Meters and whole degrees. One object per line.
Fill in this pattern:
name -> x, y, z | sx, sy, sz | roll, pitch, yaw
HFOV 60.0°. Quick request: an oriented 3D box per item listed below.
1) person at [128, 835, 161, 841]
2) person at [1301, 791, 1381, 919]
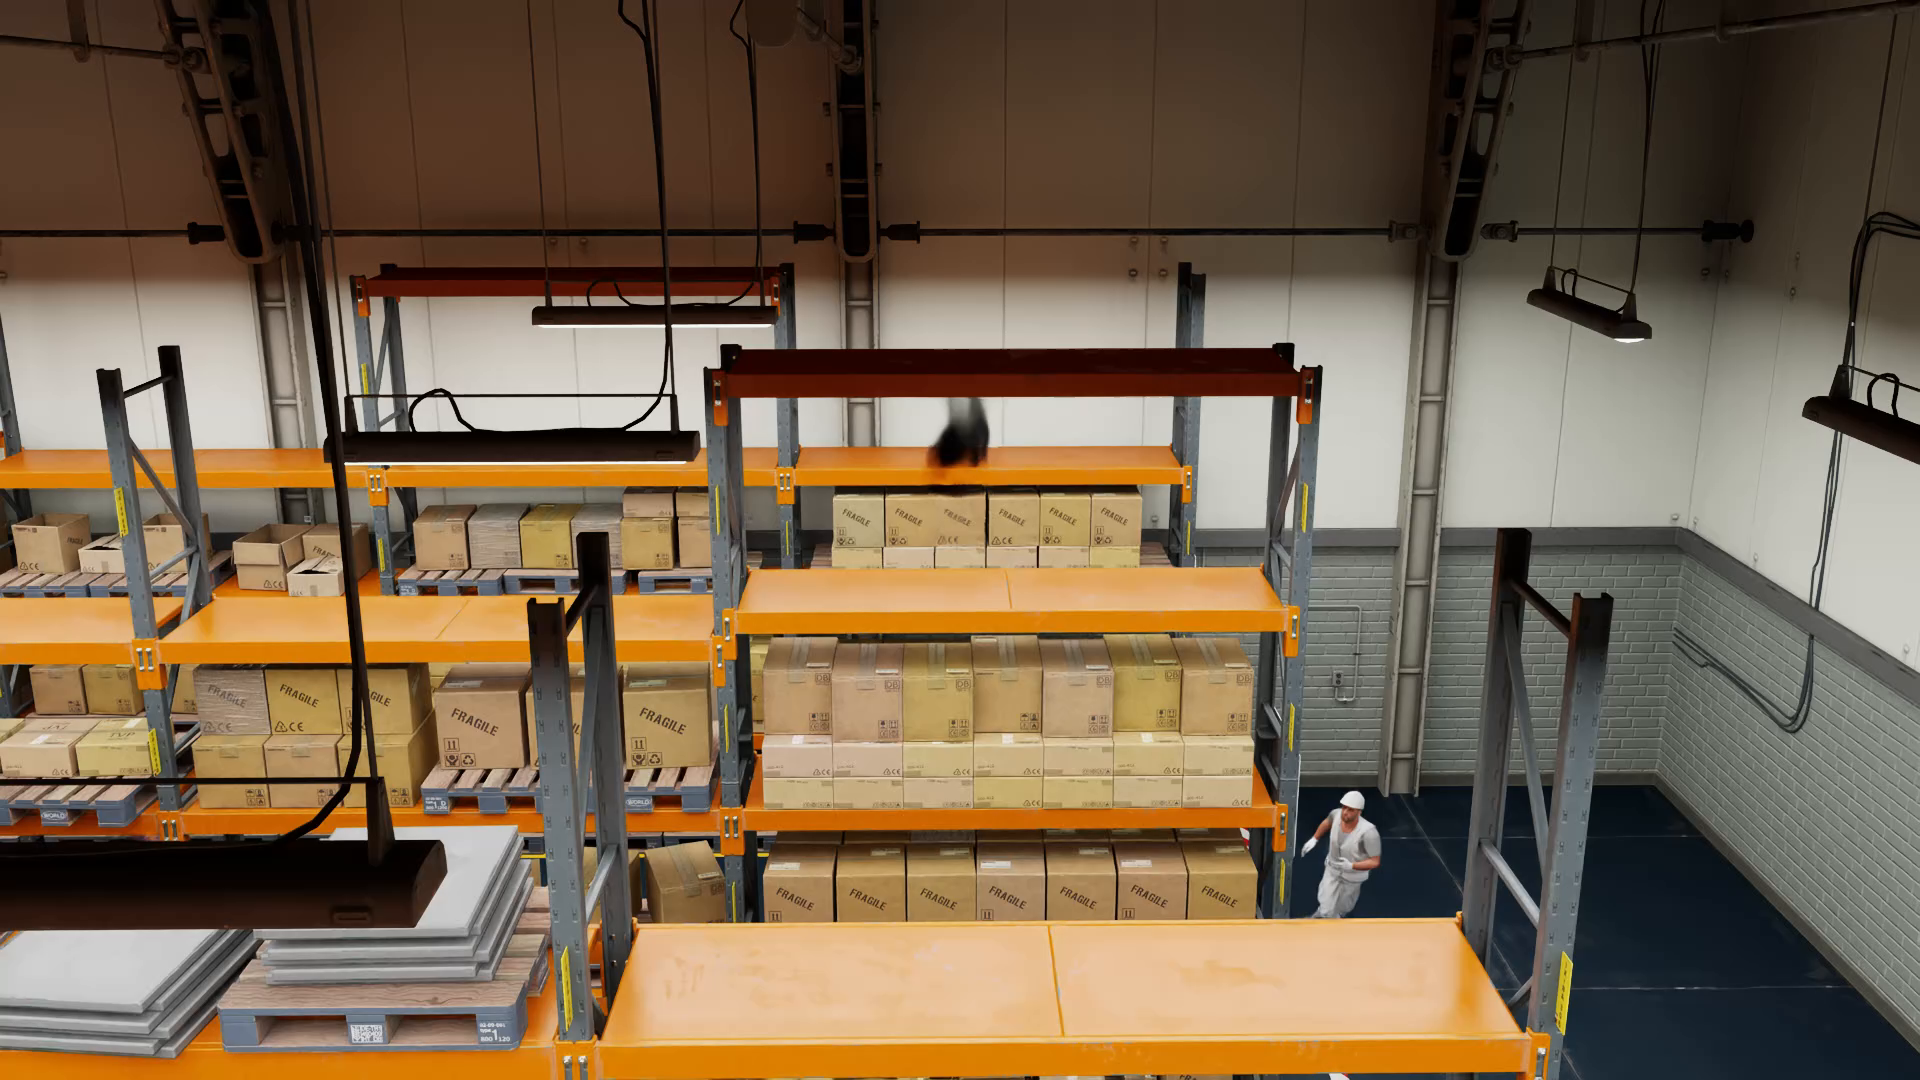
person -> -7.739, 2.905, 15.834 | 0.806, 1.559, 0.478 | -11, 19, -33
person -> 3.496, 3.019, 15.218 | 0.787, 1.727, 0.697 | 9, 19, 29
